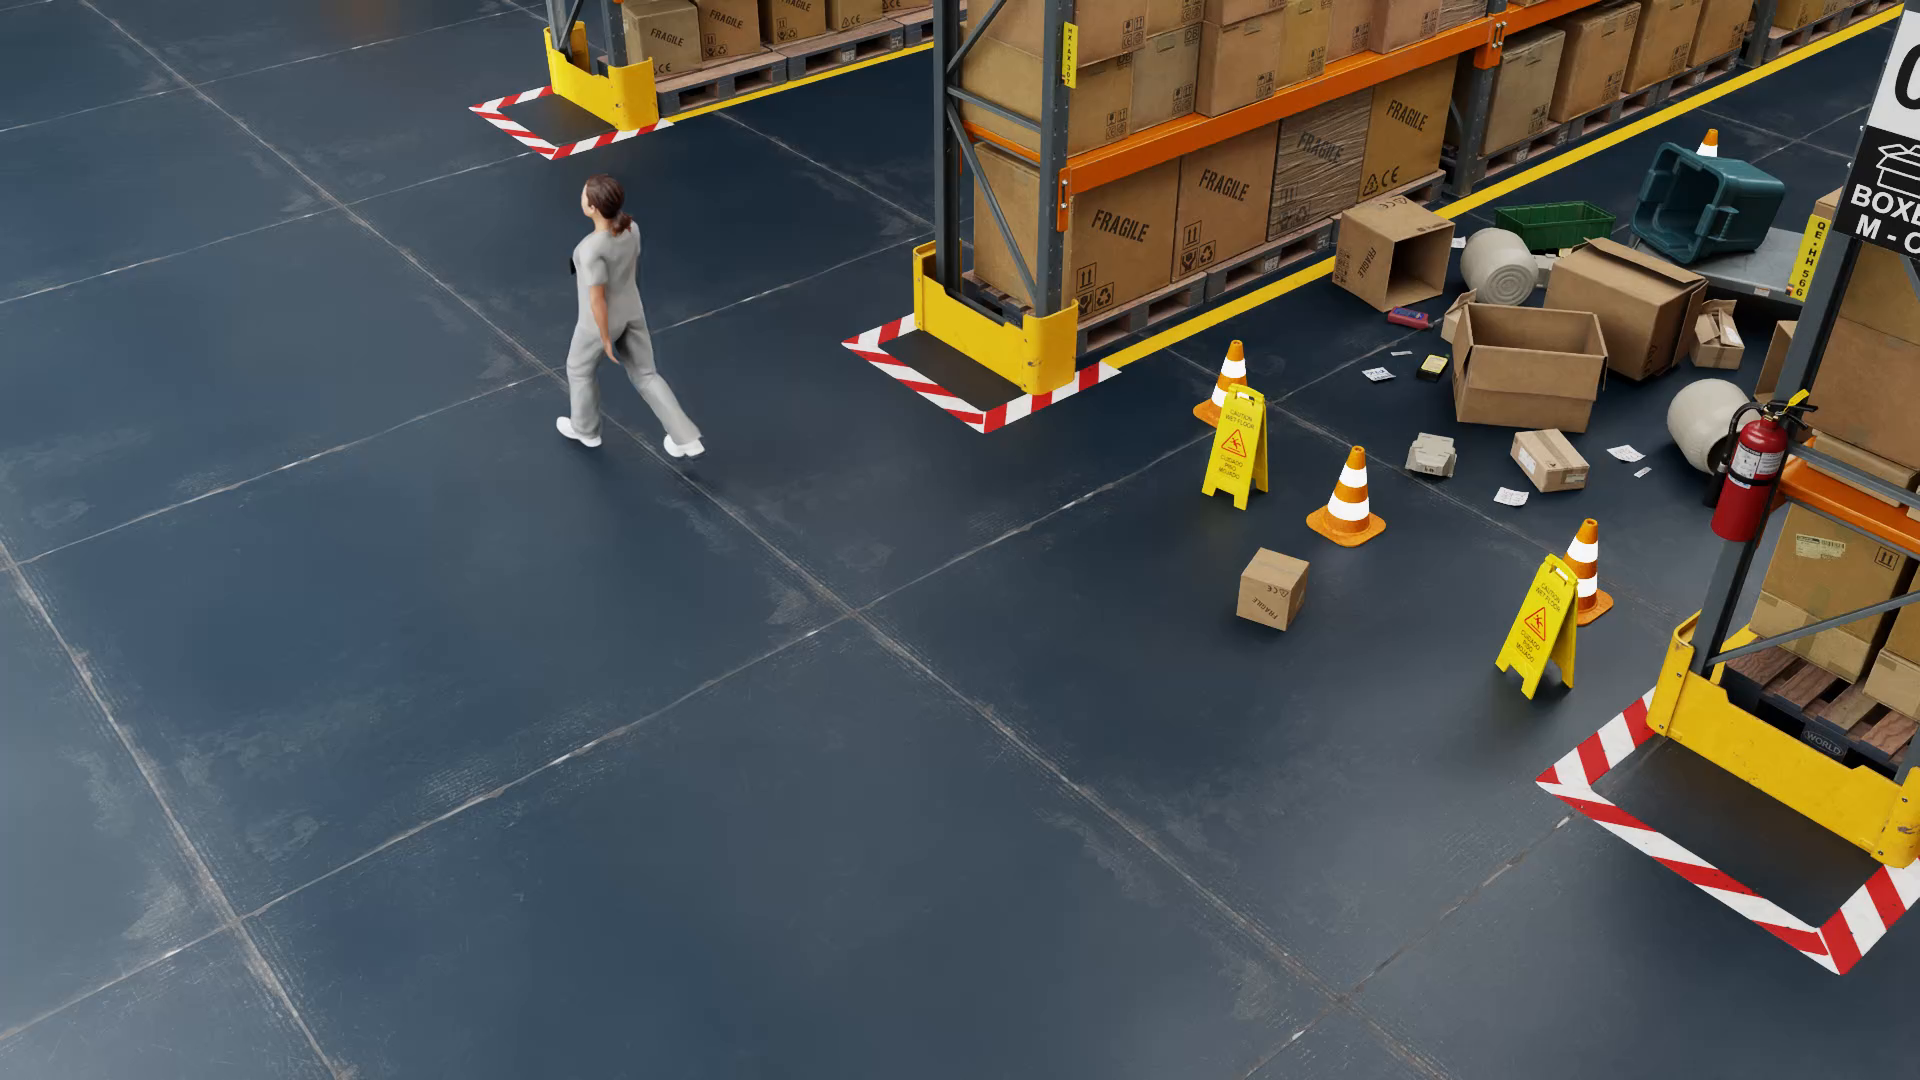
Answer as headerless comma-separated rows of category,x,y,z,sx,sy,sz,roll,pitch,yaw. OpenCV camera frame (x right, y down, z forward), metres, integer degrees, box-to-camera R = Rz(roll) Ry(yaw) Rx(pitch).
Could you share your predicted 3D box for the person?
person,-1.791,-1.151,8.660,0.983,1.626,0.446,23,42,28
